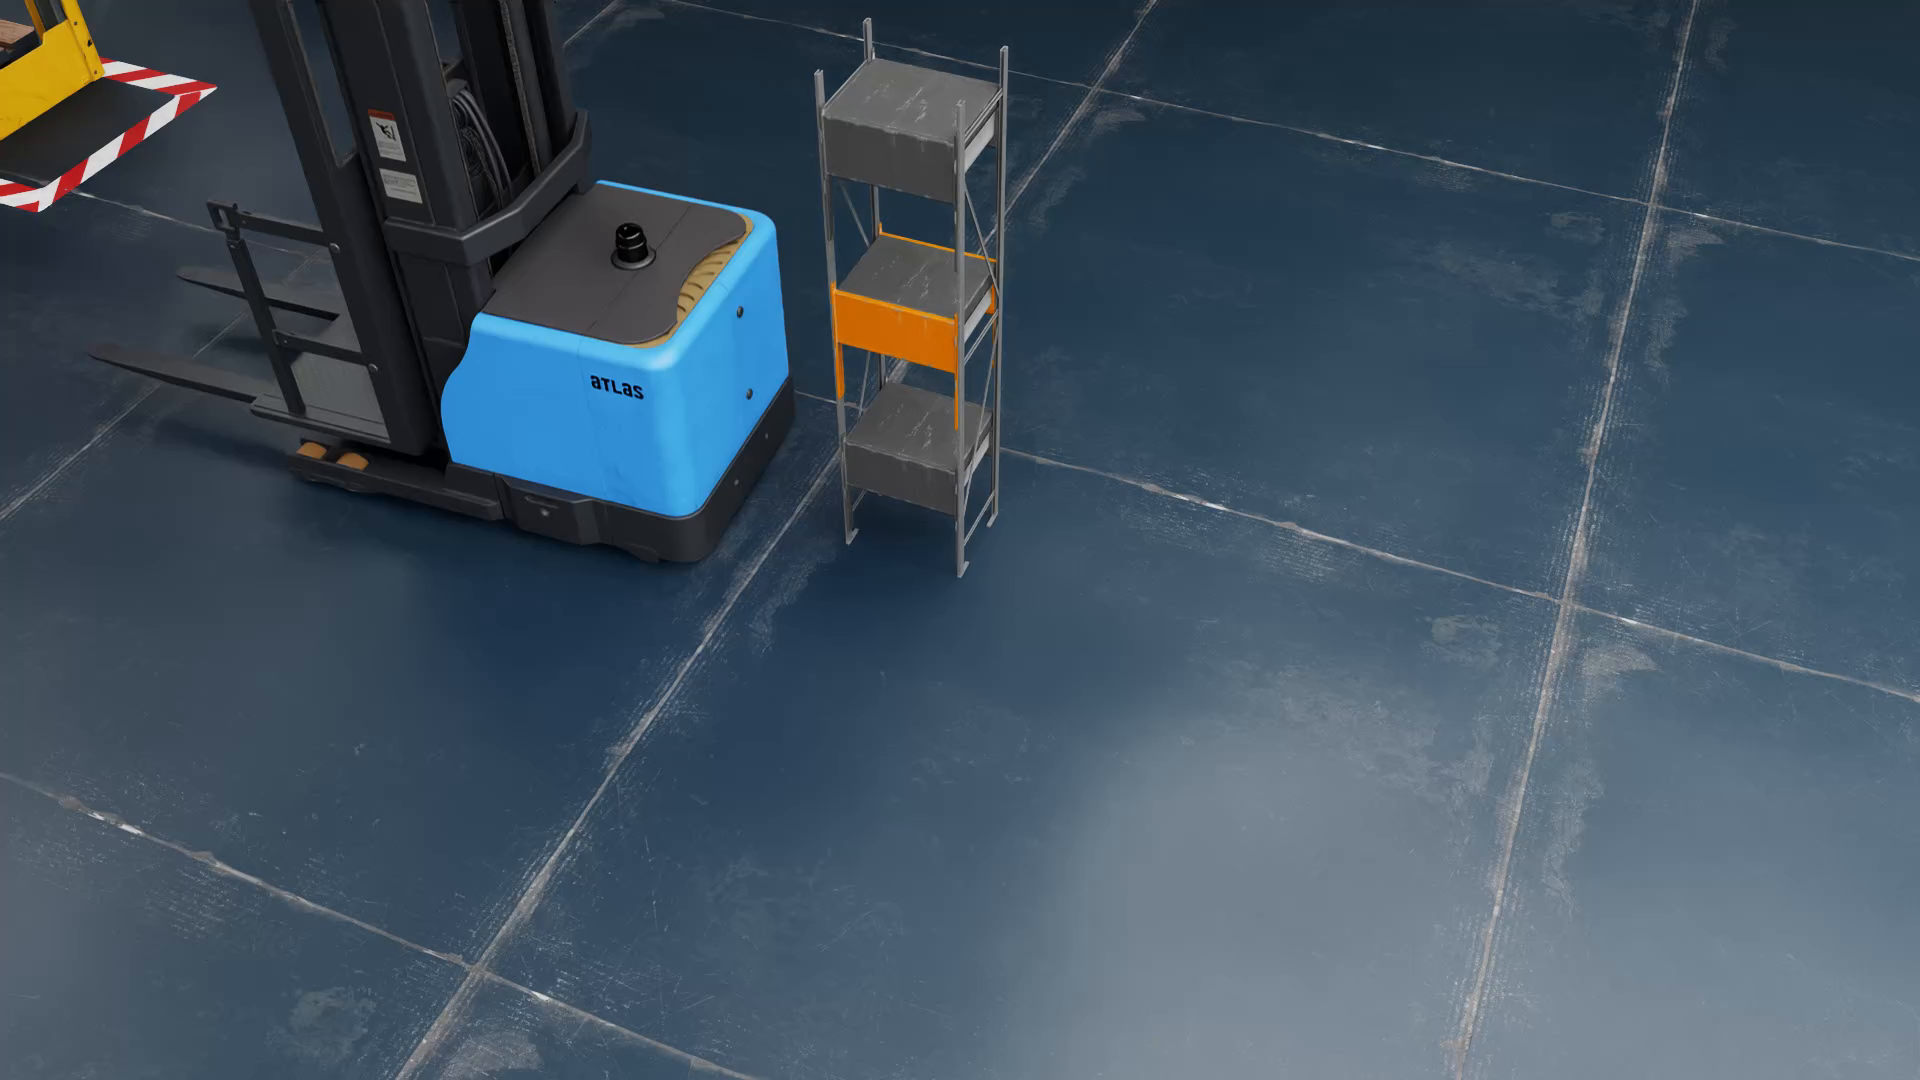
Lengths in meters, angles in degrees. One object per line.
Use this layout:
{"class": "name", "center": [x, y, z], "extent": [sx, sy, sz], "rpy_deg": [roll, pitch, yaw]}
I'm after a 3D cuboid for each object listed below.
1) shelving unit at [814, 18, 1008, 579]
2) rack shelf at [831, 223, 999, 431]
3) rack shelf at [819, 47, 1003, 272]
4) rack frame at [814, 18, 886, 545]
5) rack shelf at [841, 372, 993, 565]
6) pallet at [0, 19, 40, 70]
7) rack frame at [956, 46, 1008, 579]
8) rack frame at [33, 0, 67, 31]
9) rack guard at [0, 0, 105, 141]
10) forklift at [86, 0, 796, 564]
{"class": "shelving unit", "center": [-0.153, -0.789, 6.055], "extent": [0.503, 2.100, 0.431], "rpy_deg": [16, 47, 16]}
{"class": "rack shelf", "center": [-0.153, -0.780, 6.064], "extent": [0.480, 0.518, 0.431], "rpy_deg": [16, 47, 16]}
{"class": "rack shelf", "center": [-0.153, -1.276, 5.570], "extent": [0.480, 0.518, 0.431], "rpy_deg": [16, 47, 16]}
{"class": "rack frame", "center": [-0.378, -0.856, 6.121], "extent": [0.015, 2.100, 0.400], "rpy_deg": [16, 47, 16]}
{"class": "rack shelf", "center": [-0.153, -0.283, 6.558], "extent": [0.480, 0.518, 0.431], "rpy_deg": [16, 47, 16]}
{"class": "pallet", "center": [-5.933, -2.640, 9.254], "extent": [1.213, 0.211, 1.003], "rpy_deg": [16, 47, 16]}
{"class": "rack frame", "center": [0.072, -0.723, 5.988], "extent": [0.015, 2.100, 0.400], "rpy_deg": [16, 47, 16]}
{"class": "rack frame", "center": [-5.127, -3.364, 8.004], "extent": [0.127, 3.000, 1.000], "rpy_deg": [16, 47, 16]}
{"class": "rack guard", "center": [-5.197, -2.499, 8.907], "extent": [0.348, 0.500, 1.175], "rpy_deg": [16, 47, 16]}
{"class": "forklift", "center": [-2.282, -1.576, 6.256], "extent": [3.031, 2.935, 1.130], "rpy_deg": [14, 46, 13]}
